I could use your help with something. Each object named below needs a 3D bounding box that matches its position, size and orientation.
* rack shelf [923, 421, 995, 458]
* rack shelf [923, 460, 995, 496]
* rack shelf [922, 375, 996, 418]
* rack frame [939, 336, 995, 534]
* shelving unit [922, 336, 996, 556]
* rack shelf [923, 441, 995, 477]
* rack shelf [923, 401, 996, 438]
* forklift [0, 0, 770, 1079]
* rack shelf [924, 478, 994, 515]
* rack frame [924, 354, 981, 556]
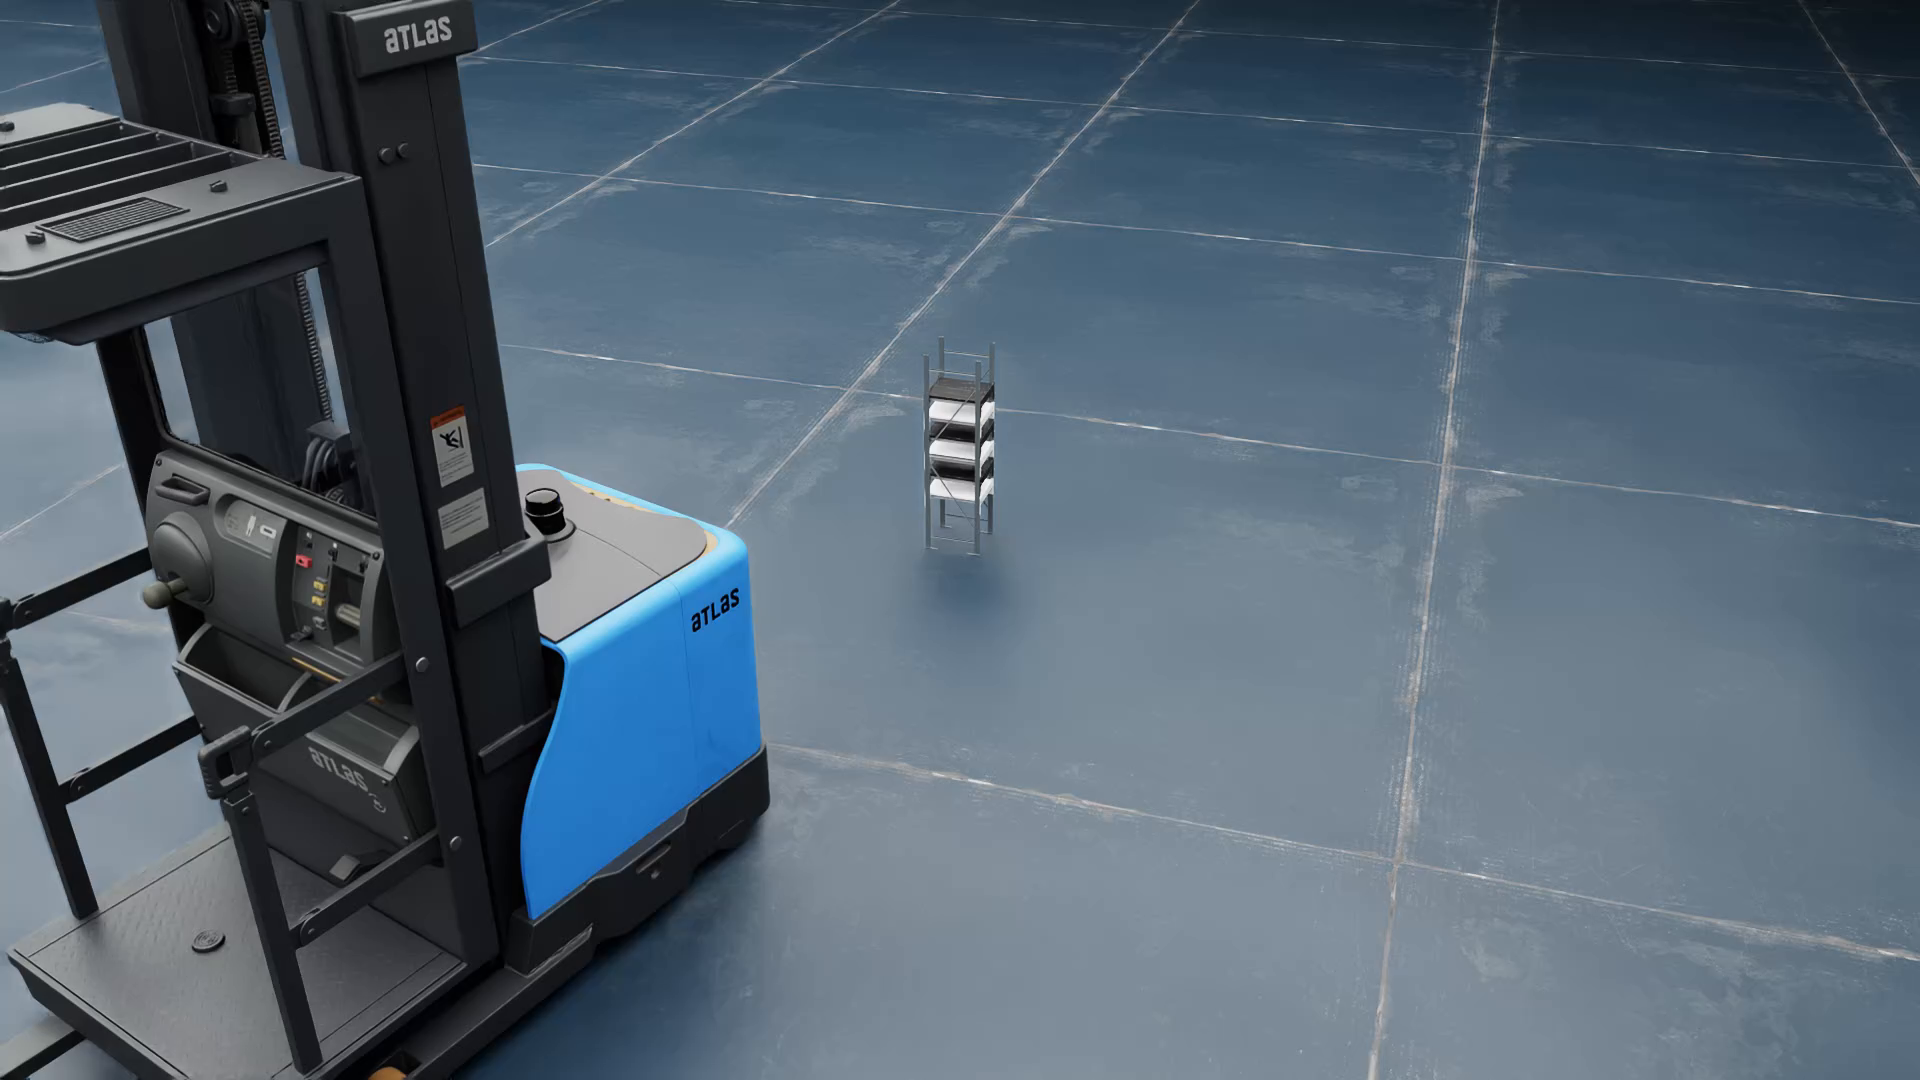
[{"bbox_3d":[-0.002,-0.439,6.997,0.258,0.077,0.200,8,30,15],"label":"rack shelf"},{"bbox_3d":[-0.002,-0.282,7.084,0.258,0.077,0.200,8,30,15],"label":"rack shelf"},{"bbox_3d":[-0.002,-0.596,6.909,0.258,0.077,0.200,8,30,15],"label":"rack shelf"},{"bbox_3d":[0.027,-0.437,7.109,0.240,0.900,0.006,8,30,15],"label":"rack frame"},{"bbox_3d":[-0.002,-0.389,7.024,0.258,0.900,0.210,8,30,15],"label":"shelving unit"},{"bbox_3d":[-0.002,-0.360,7.041,0.258,0.077,0.200,8,30,15],"label":"rack shelf"},{"bbox_3d":[-0.002,-0.518,6.953,0.258,0.077,0.200,8,30,15],"label":"rack shelf"},{"bbox_3d":[-1.881,0.104,4.048,1.130,2.935,3.031,18,34,30],"label":"forklift"},{"bbox_3d":[-0.002,-0.203,7.128,0.258,0.077,0.200,8,30,15],"label":"rack shelf"},{"bbox_3d":[-0.032,-0.342,6.940,0.240,0.900,0.006,8,30,15],"label":"rack frame"}]
